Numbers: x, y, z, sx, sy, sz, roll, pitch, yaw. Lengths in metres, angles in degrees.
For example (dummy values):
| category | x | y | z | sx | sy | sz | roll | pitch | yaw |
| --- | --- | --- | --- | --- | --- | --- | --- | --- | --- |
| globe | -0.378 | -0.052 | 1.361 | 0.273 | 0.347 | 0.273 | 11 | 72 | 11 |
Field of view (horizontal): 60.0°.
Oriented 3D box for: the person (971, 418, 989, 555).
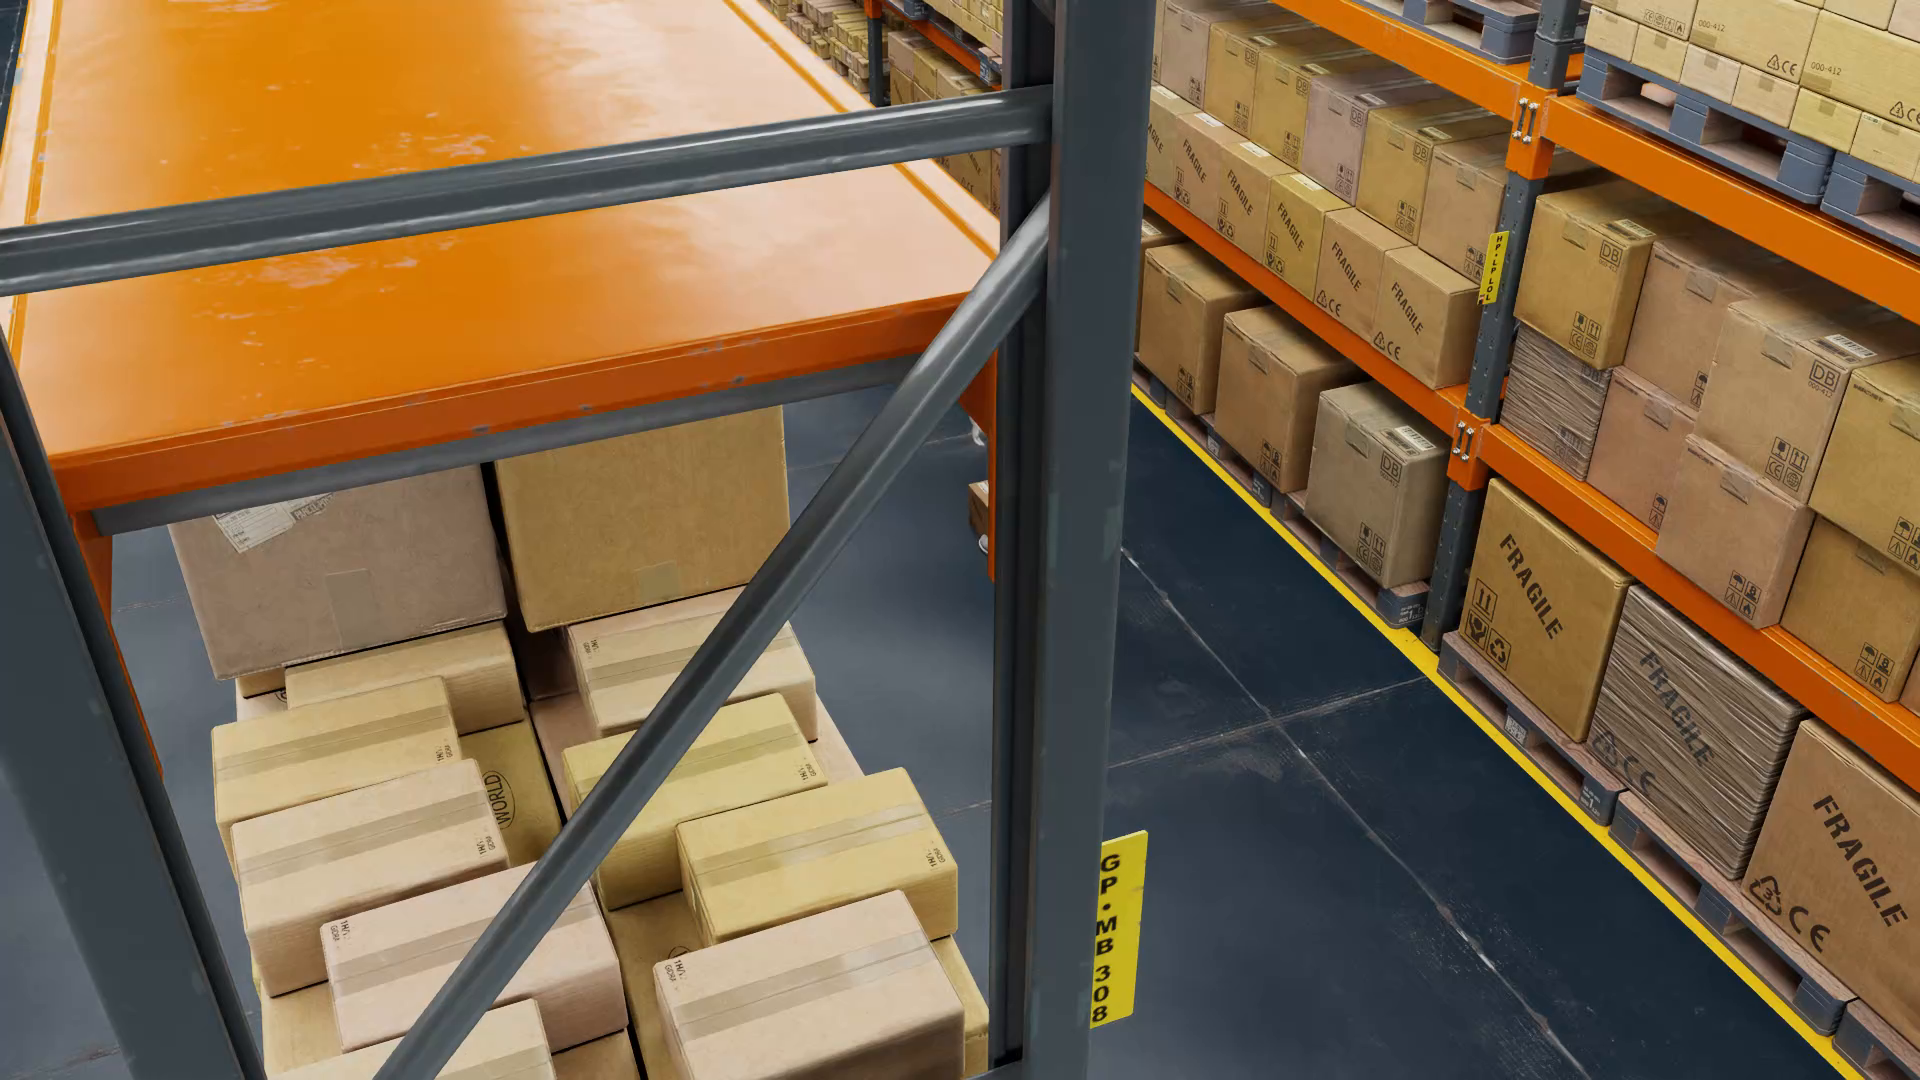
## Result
| category | x | y | z | sx | sy | sz | roll | pitch | yaw |
| --- | --- | --- | --- | --- | --- | --- | --- | --- | --- |
| person | 0.304 | -0.632 | 8.469 | 0.539 | 1.663 | 0.377 | -14 | 36 | -20 |
